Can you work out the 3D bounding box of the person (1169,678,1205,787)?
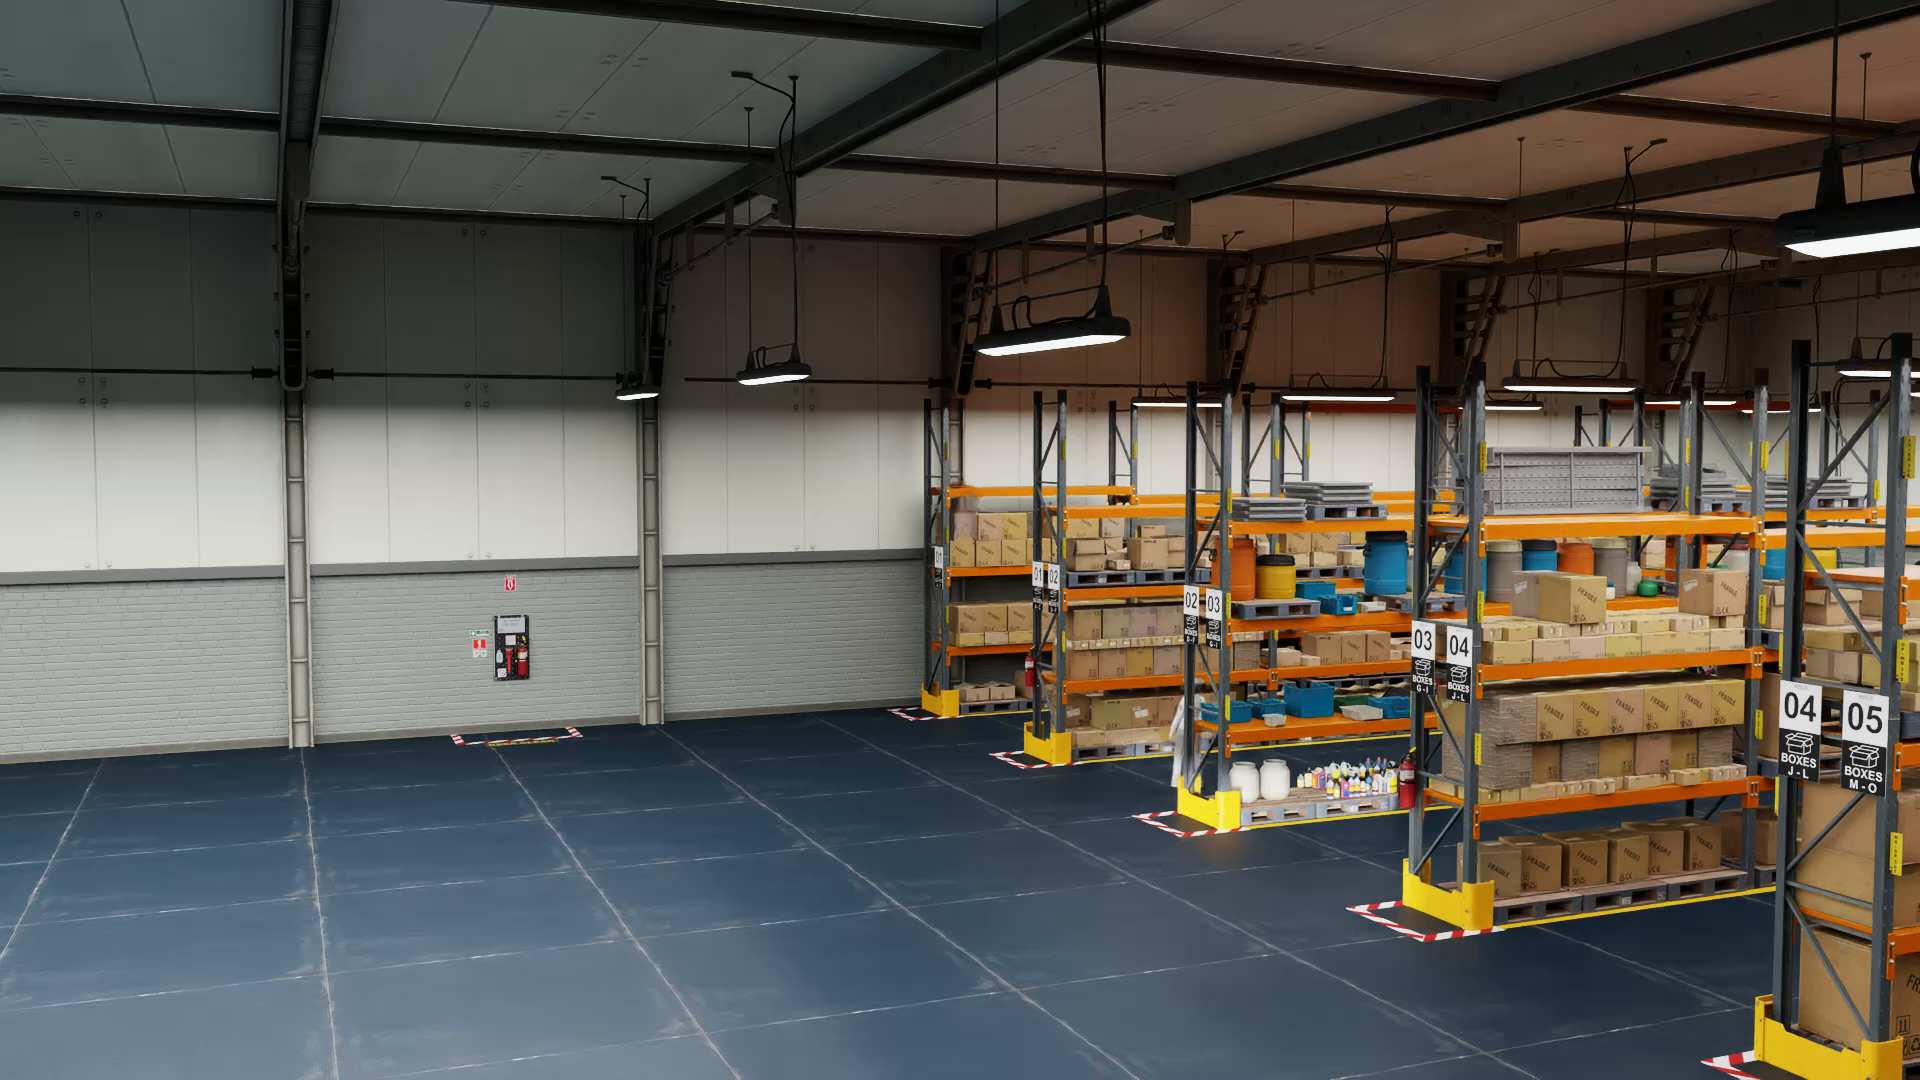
[{"bbox_3d":[3.384,2.867,24.826,0.539,1.682,0.464,-1,3,-14],"label":"person"}]
